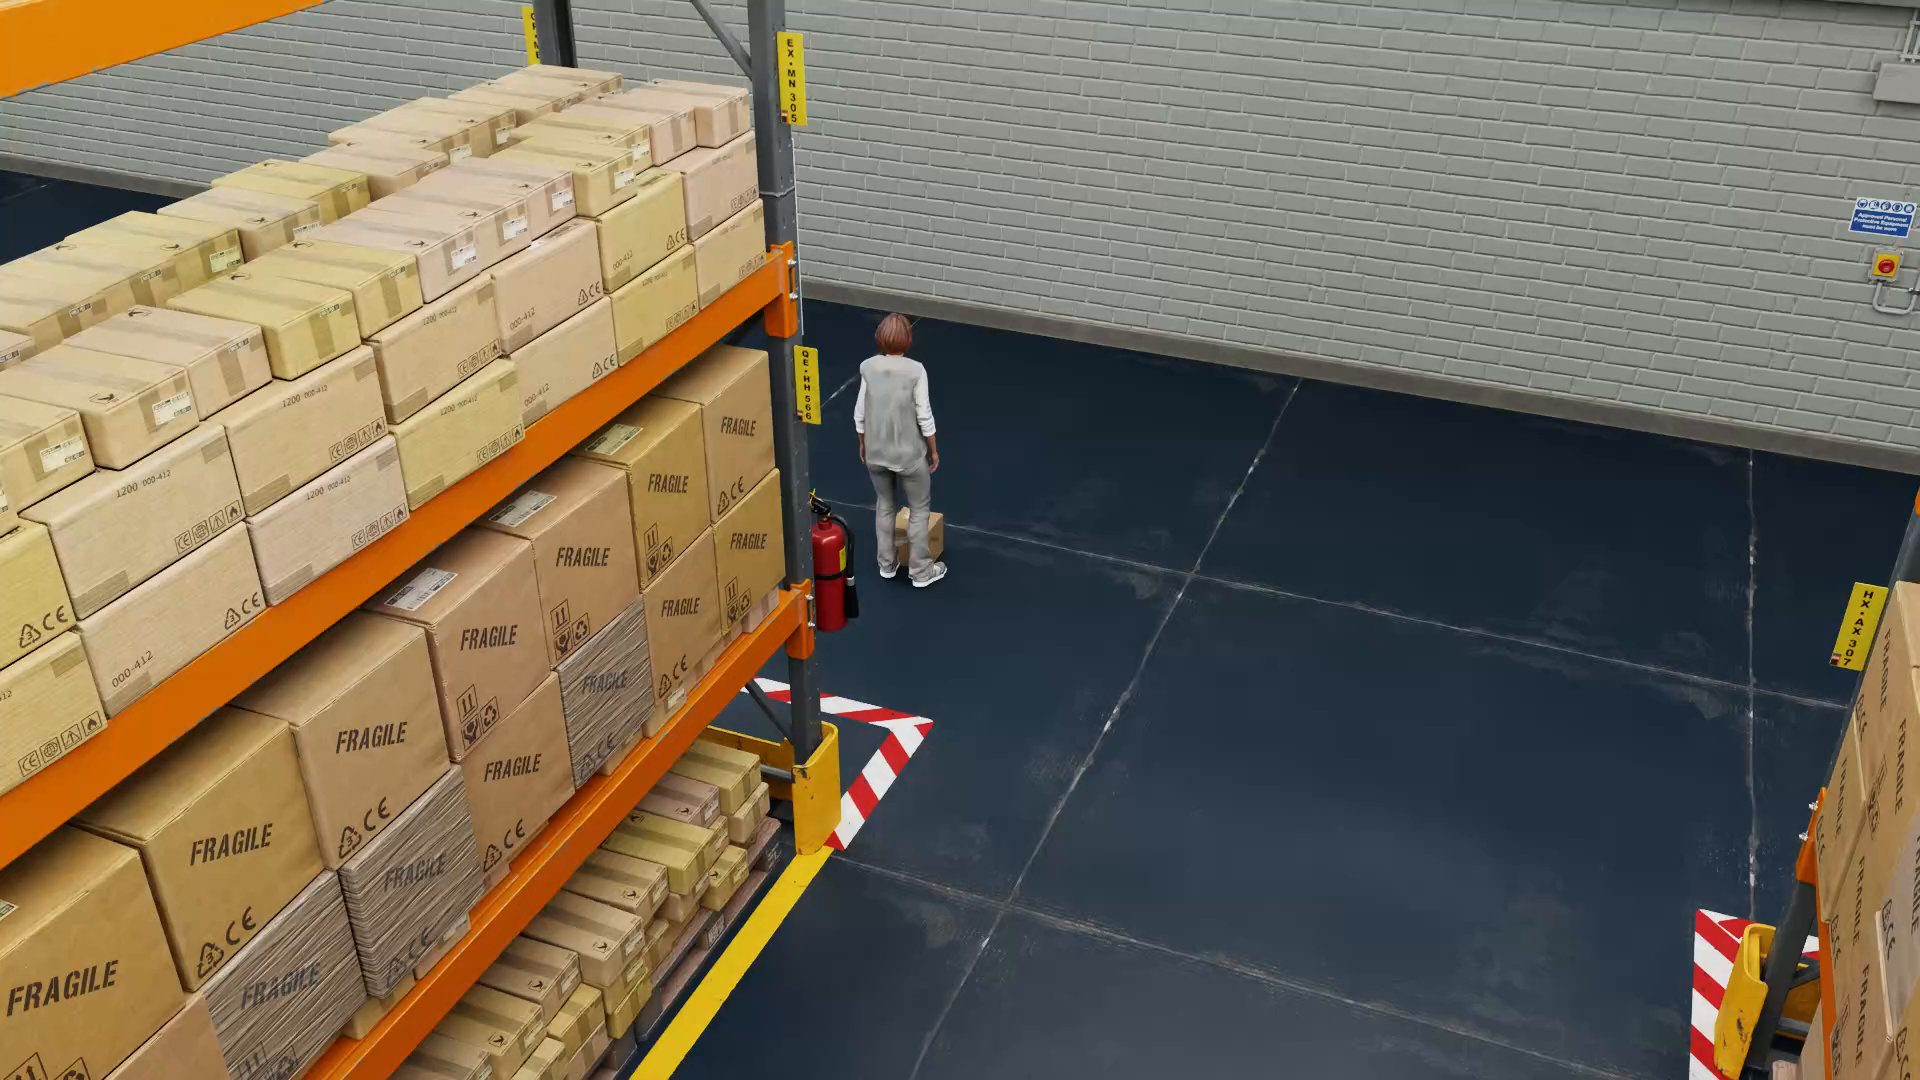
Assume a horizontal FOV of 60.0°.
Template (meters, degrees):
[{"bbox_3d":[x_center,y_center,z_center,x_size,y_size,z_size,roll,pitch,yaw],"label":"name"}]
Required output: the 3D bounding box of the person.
[{"bbox_3d":[-0.340,-0.487,9.238,0.485,1.594,0.371,10,31,16],"label":"person"}]
